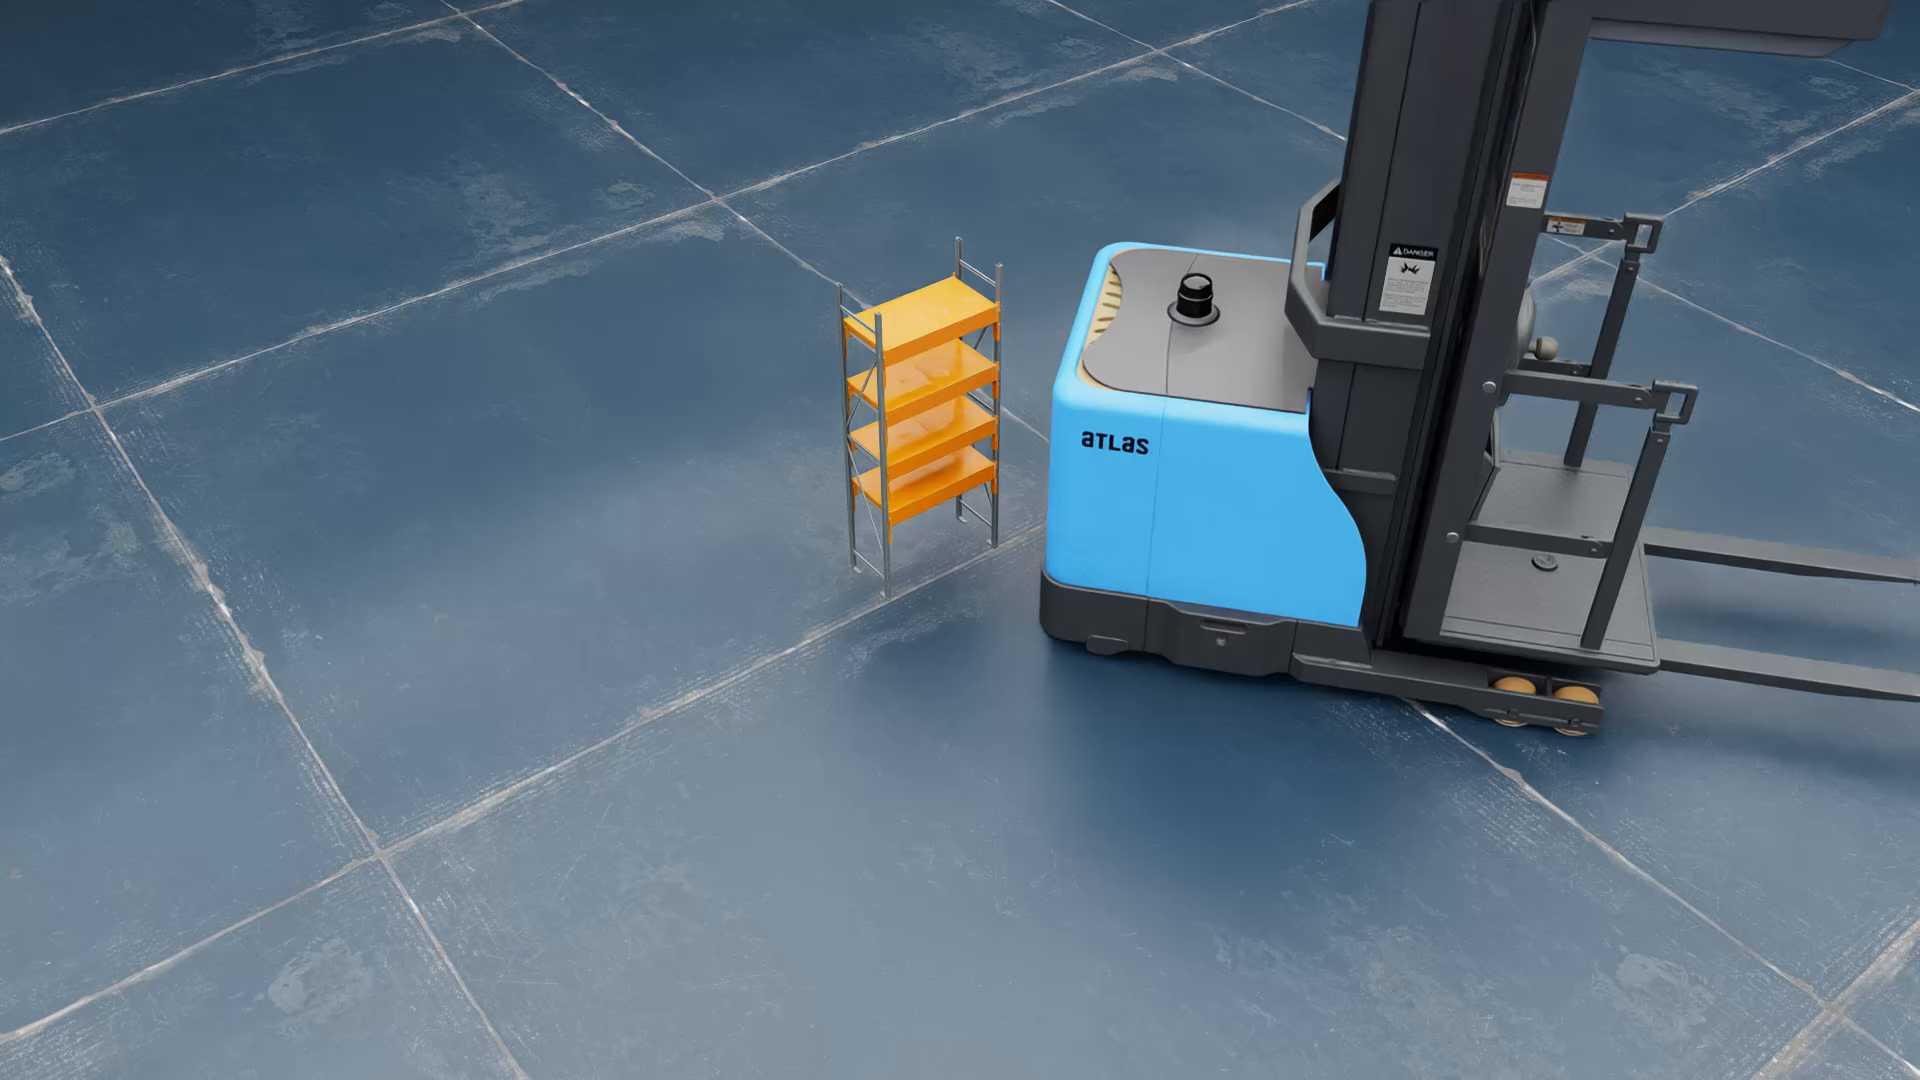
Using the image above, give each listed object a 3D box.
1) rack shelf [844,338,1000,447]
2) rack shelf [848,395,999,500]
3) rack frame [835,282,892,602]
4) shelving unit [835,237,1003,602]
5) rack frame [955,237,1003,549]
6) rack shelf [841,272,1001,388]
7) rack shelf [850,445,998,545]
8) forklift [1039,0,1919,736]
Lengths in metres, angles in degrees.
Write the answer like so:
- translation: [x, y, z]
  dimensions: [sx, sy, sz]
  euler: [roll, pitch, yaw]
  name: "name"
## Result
- translation: [-0.131, -0.521, 5.692]
  dimensions: [0.480, 0.148, 0.258]
  euler: [-26, 46, -28]
  name: "rack shelf"
- translation: [-0.131, -0.348, 5.834]
  dimensions: [0.480, 0.148, 0.258]
  euler: [-26, 46, -28]
  name: "rack shelf"
- translation: [-0.325, -0.306, 5.677]
  dimensions: [0.015, 1.200, 0.240]
  euler: [-26, 46, -28]
  name: "rack frame"
- translation: [-0.131, -0.400, 5.791]
  dimensions: [0.503, 1.200, 0.258]
  euler: [-26, 46, -28]
  name: "shelving unit"
- translation: [0.062, -0.494, 5.906]
  dimensions: [0.015, 1.200, 0.240]
  euler: [-26, 46, -28]
  name: "rack frame"
- translation: [-0.131, -0.704, 5.542]
  dimensions: [0.480, 0.148, 0.258]
  euler: [-26, 46, -28]
  name: "rack shelf"
- translation: [-0.131, -0.194, 5.960]
  dimensions: [0.480, 0.148, 0.258]
  euler: [-26, 46, -28]
  name: "rack shelf"
- translation: [1.848, -0.862, 4.989]
  dimensions: [3.031, 2.935, 1.130]
  euler: [8, 40, 10]
  name: "forklift"
